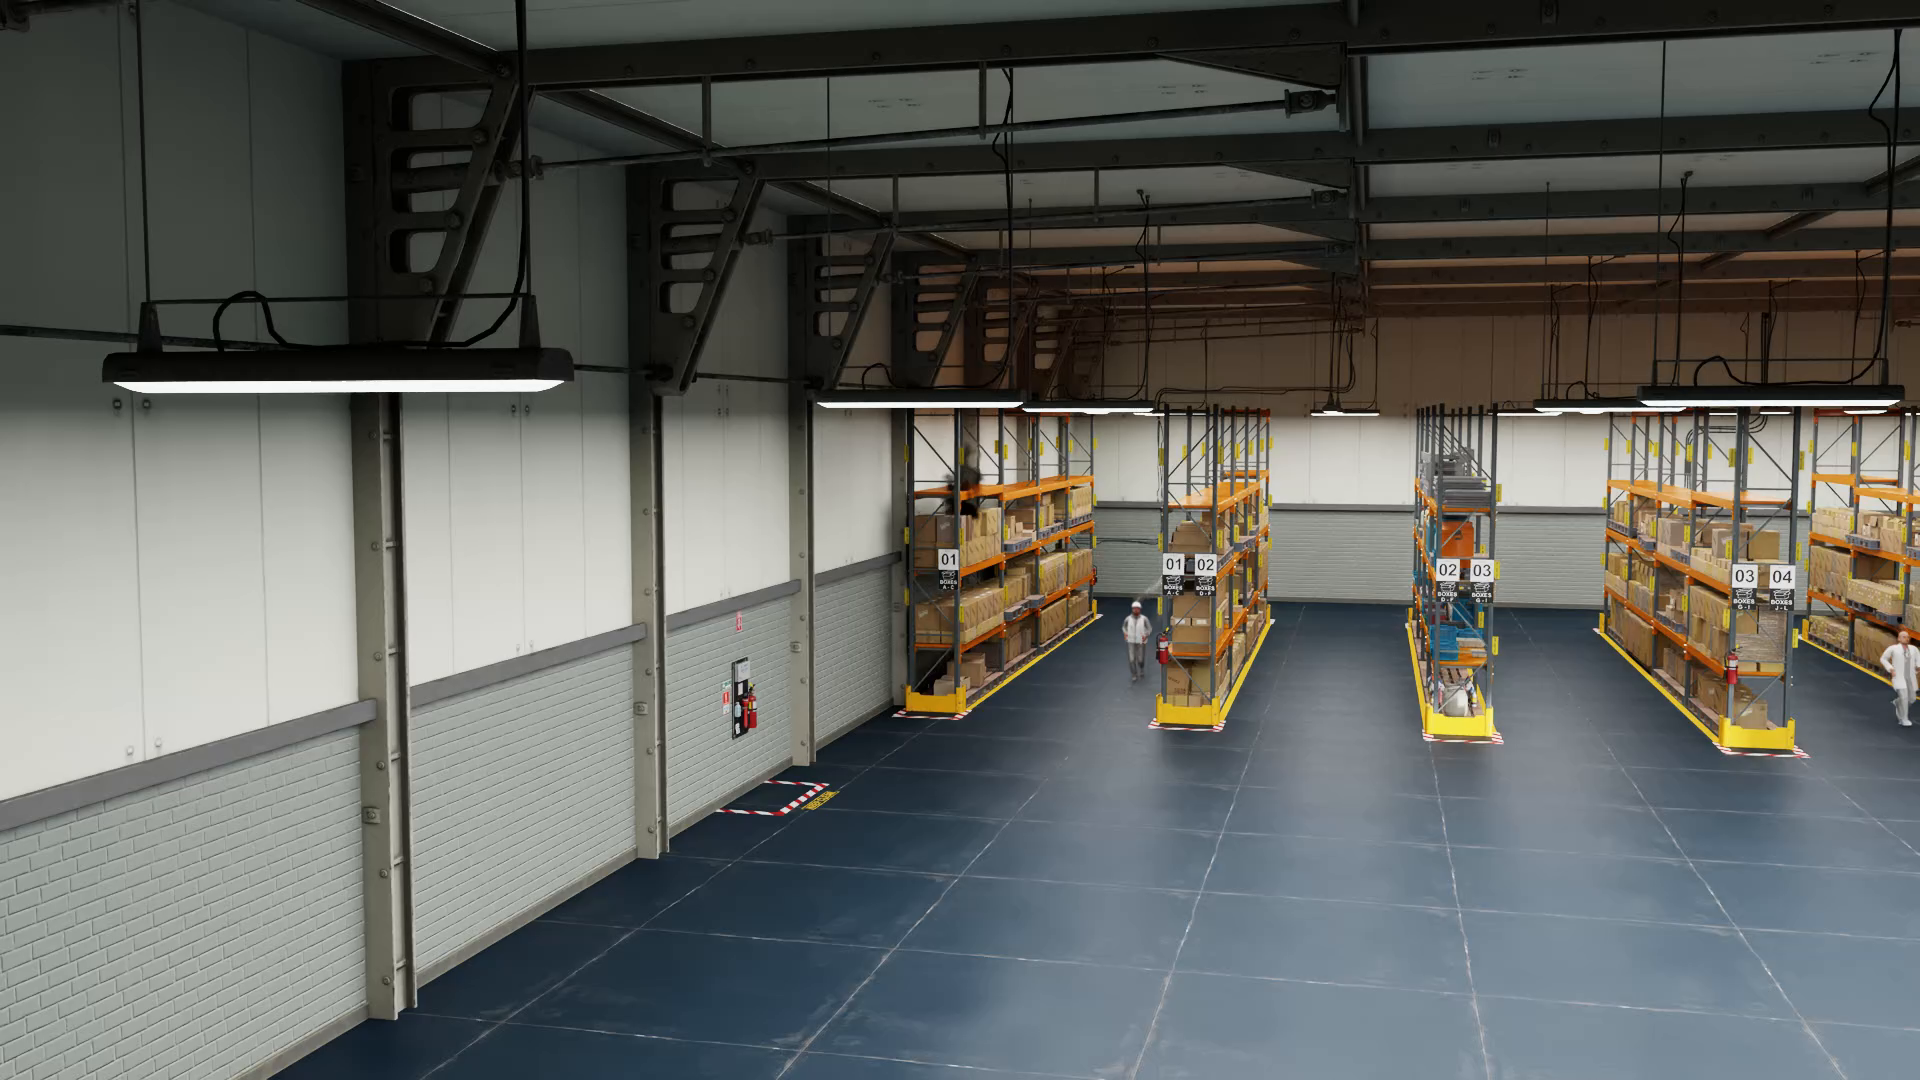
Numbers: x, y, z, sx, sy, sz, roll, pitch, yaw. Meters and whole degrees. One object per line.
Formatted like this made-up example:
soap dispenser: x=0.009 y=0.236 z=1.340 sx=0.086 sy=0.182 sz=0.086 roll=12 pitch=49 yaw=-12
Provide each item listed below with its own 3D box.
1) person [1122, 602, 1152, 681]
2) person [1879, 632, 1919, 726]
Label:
person: x=3.843 y=2.218 z=36.306 sx=0.656 sy=1.722 sz=0.606 roll=1 pitch=4 yaw=13
person: x=17.668 y=2.583 z=31.193 sx=0.715 sy=1.735 sz=0.826 roll=0 pitch=4 yaw=4
